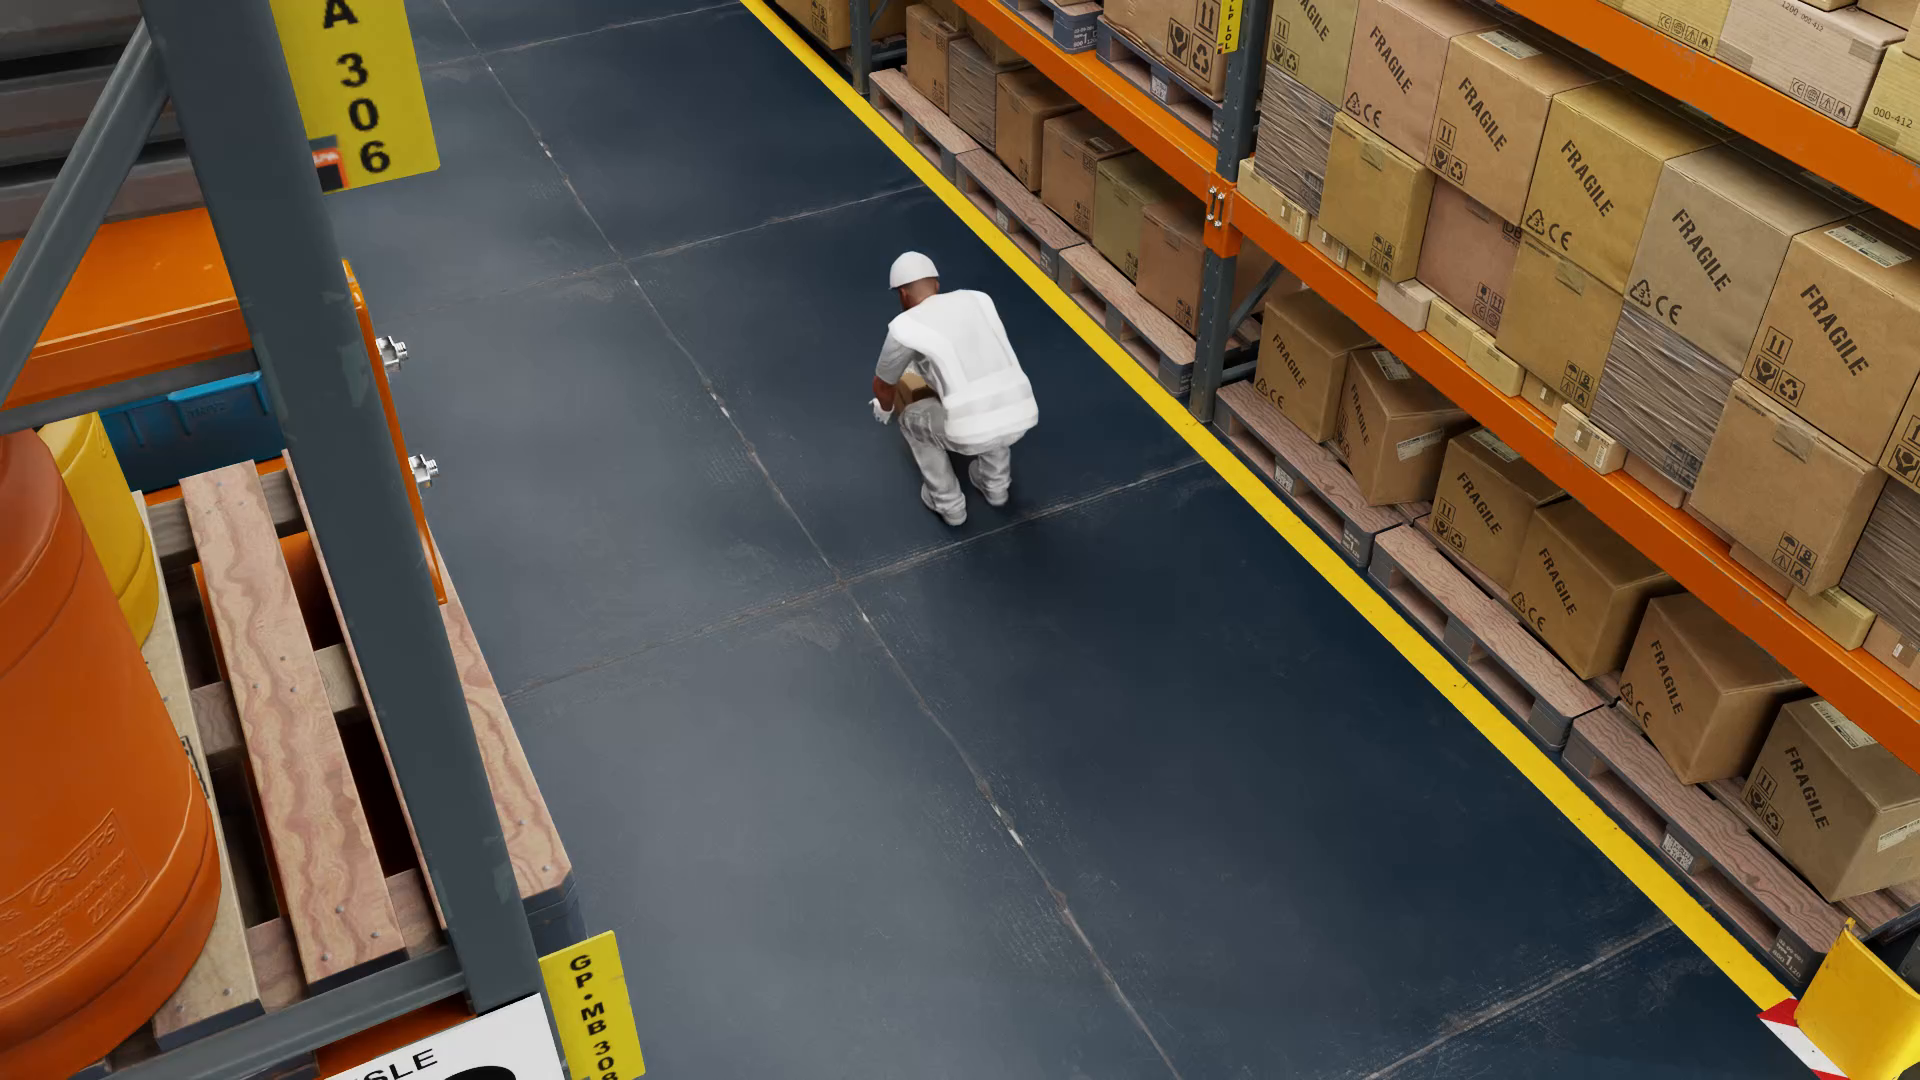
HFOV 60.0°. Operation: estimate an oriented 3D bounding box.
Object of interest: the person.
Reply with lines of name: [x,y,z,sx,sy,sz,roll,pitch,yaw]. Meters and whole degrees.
person: [-0.040,-0.640,7.398,0.585,1.111,0.869,-19,44,-20]
